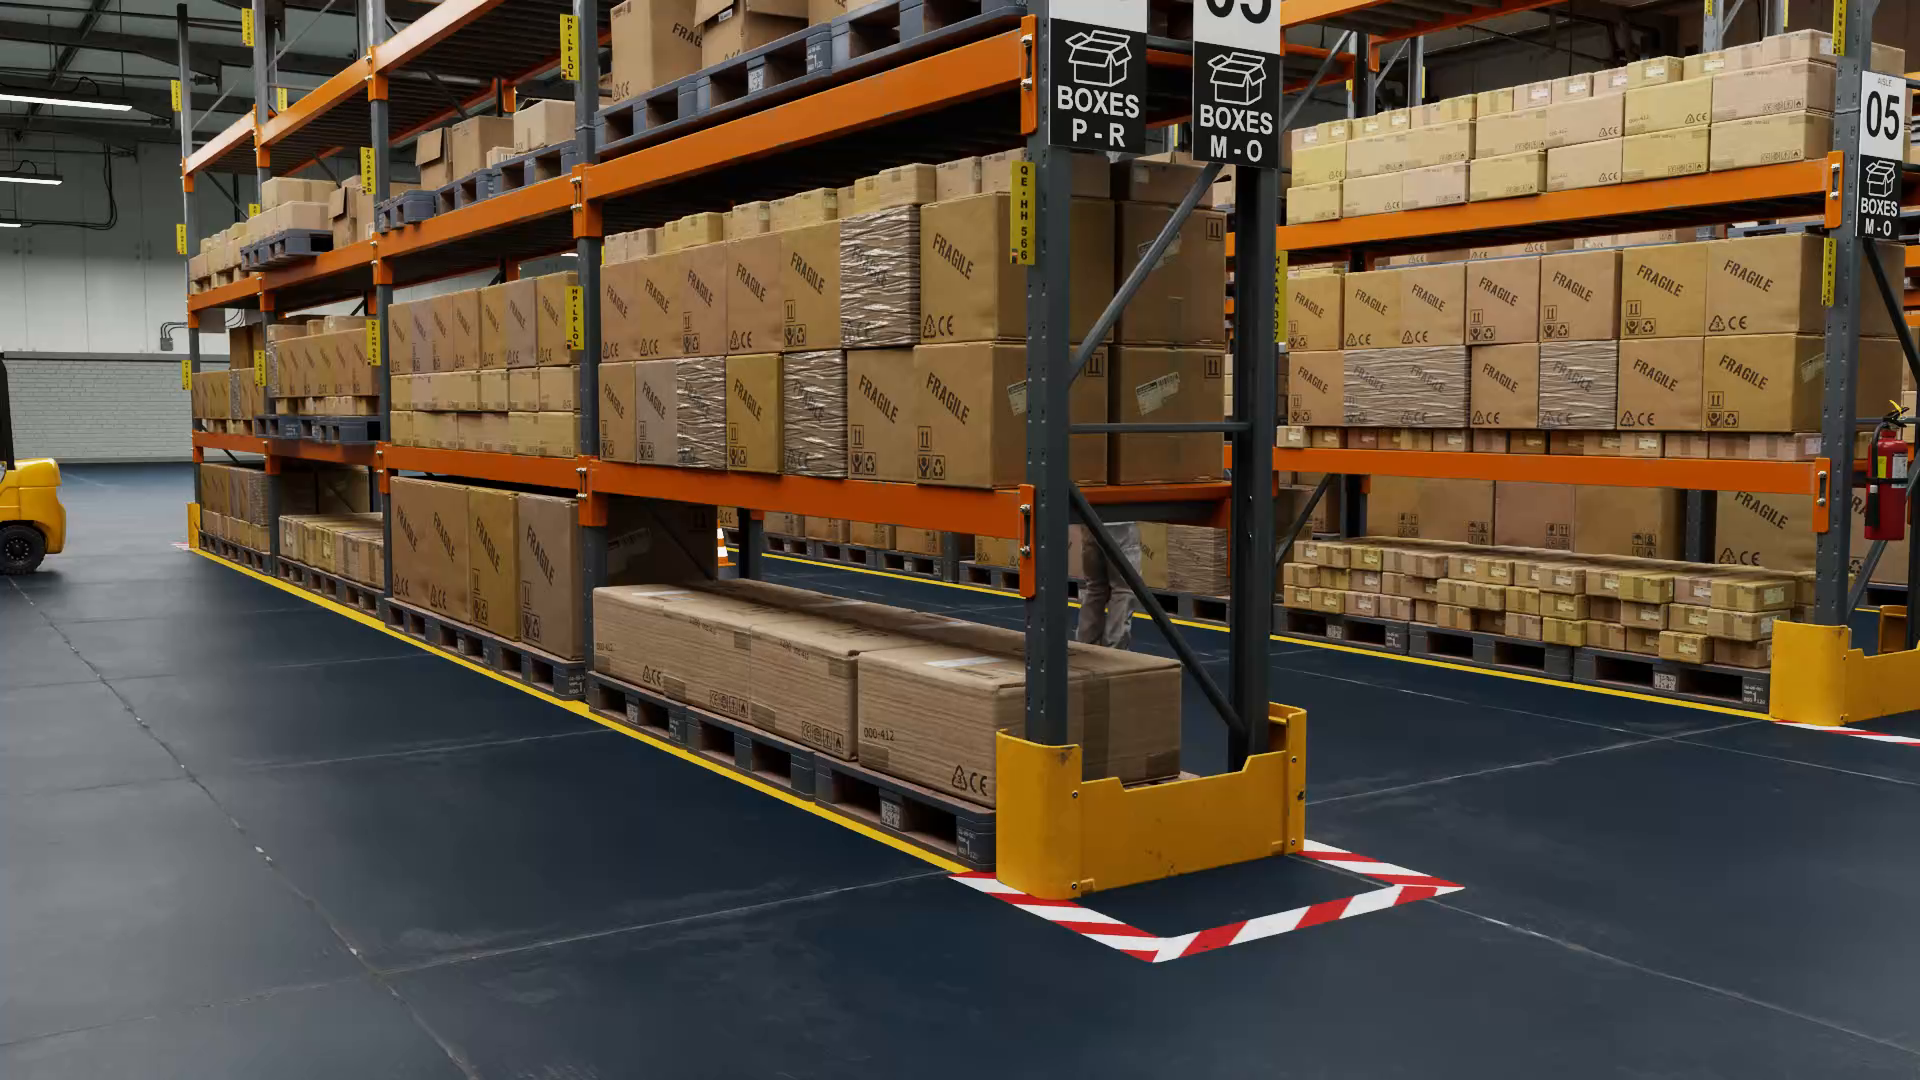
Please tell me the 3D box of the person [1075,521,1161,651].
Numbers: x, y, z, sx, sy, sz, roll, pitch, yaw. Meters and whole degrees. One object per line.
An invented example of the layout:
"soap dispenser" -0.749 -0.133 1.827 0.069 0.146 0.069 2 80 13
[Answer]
"person" 0.943 -0.090 9.797 0.584 1.778 0.487 -3 5 -33
